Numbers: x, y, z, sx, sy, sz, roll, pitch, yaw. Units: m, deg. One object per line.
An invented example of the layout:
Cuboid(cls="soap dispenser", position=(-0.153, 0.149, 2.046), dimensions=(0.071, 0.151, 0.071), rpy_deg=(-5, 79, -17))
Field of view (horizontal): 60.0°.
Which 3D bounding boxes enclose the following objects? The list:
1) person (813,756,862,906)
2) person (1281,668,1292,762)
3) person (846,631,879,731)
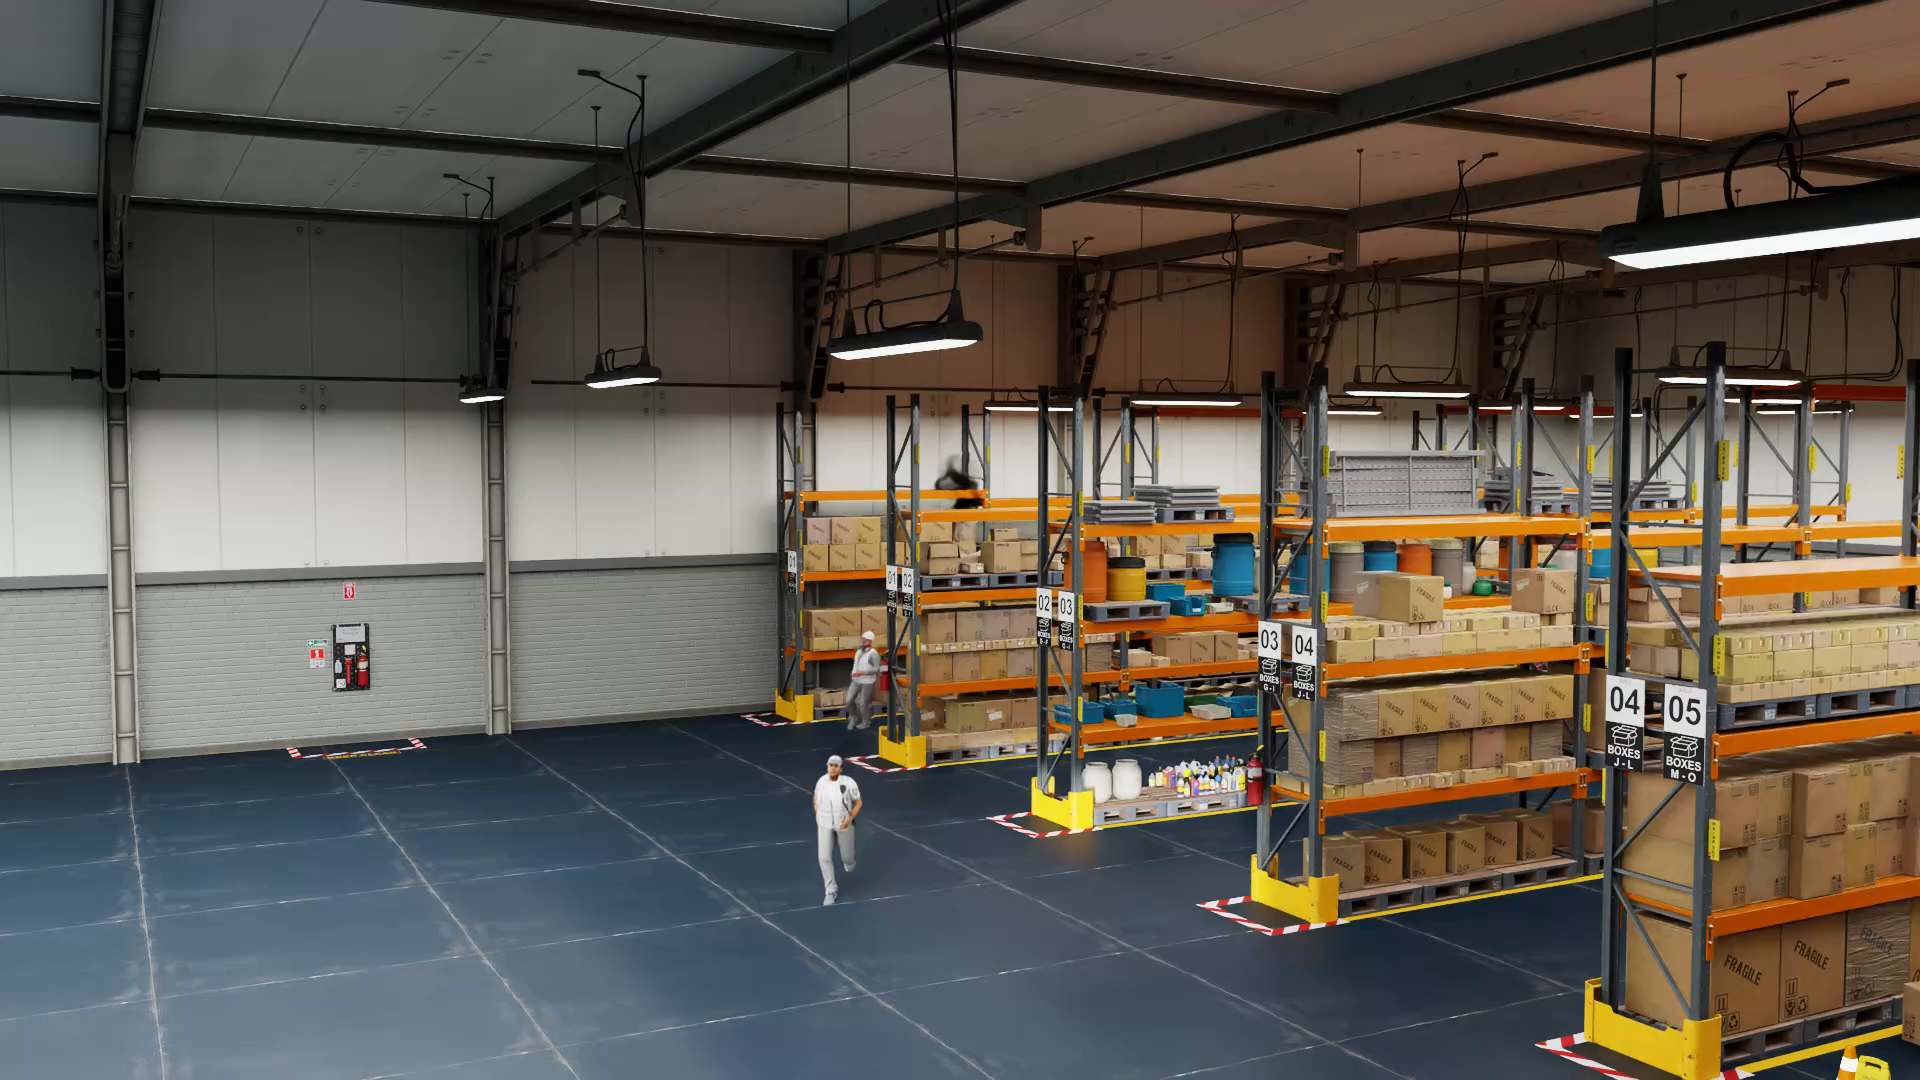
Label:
Cuboid(cls="person", position=(-1.415, 3.297, 19.123), dimensions=(0.591, 1.664, 0.936), rpy_deg=(0, 3, 4))
Cuboid(cls="person", position=(5.612, 2.703, 27.473), dimensions=(0.835, 1.846, 0.661), rpy_deg=(-2, 4, -32))
Cuboid(cls="person", position=(-1.660, 2.432, 28.598), dimensions=(0.667, 1.753, 0.649), rpy_deg=(2, 4, 34))
